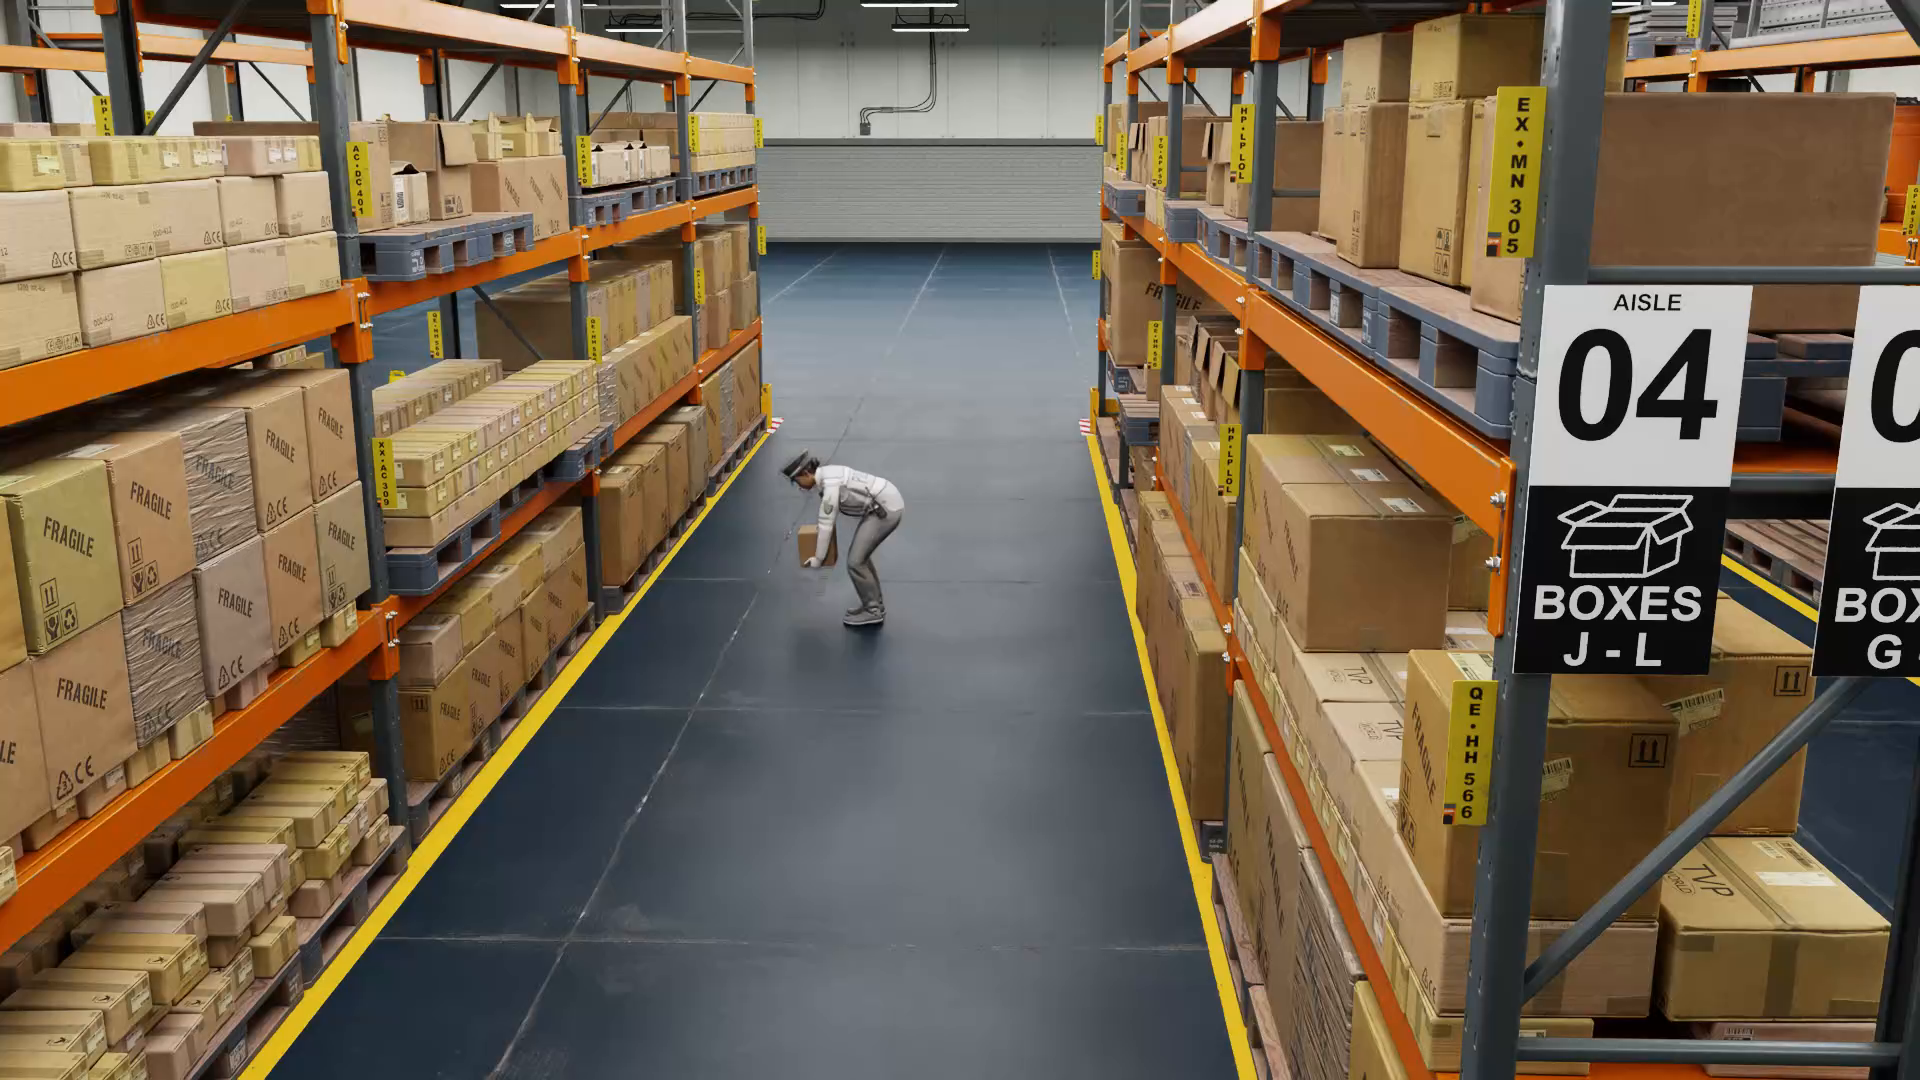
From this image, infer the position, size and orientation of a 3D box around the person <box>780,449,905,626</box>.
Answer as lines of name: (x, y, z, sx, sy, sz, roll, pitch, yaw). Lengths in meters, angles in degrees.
person: (-0.839, -0.028, 11.937, 0.887, 1.270, 0.420, 0, 14, -1)
